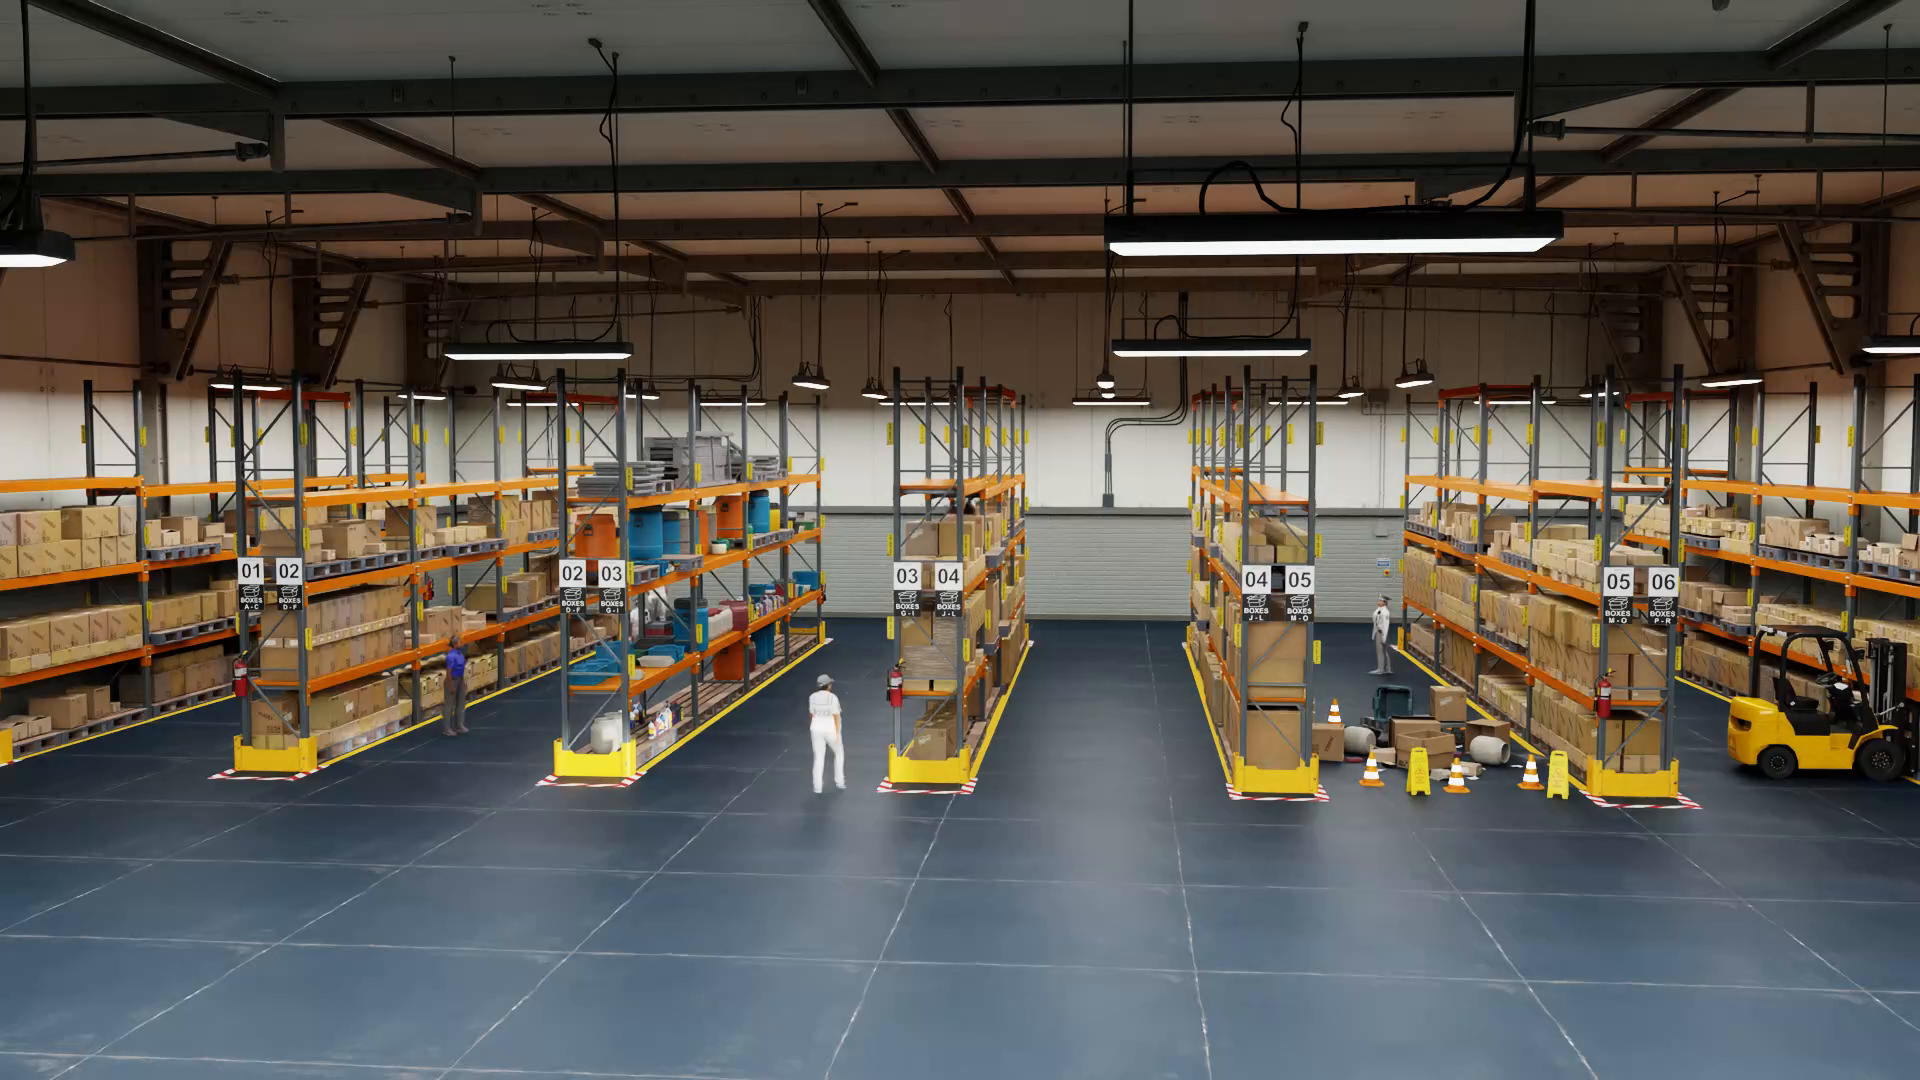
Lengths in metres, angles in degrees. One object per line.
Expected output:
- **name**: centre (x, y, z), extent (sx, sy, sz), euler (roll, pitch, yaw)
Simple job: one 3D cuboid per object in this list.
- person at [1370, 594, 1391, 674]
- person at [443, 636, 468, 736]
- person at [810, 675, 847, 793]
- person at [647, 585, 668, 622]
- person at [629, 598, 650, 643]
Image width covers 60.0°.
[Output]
- **person**: centre (8.898, 1.984, 35.124), extent (0.423, 1.692, 0.510), euler (1, 4, 16)
- **person**: centre (-8.476, 2.441, 27.962), extent (0.358, 1.666, 0.534), euler (1, 4, 19)
- **person**: centre (-1.869, 2.731, 23.420), extent (0.485, 1.696, 0.700), euler (1, 4, 14)
- **person**: centre (-7.754, 1.485, 42.617), extent (0.569, 1.749, 0.980), euler (-1, 4, -18)
- **person**: centre (-6.679, 1.993, 34.861), extent (0.448, 1.662, 0.665), euler (0, 4, 4)
